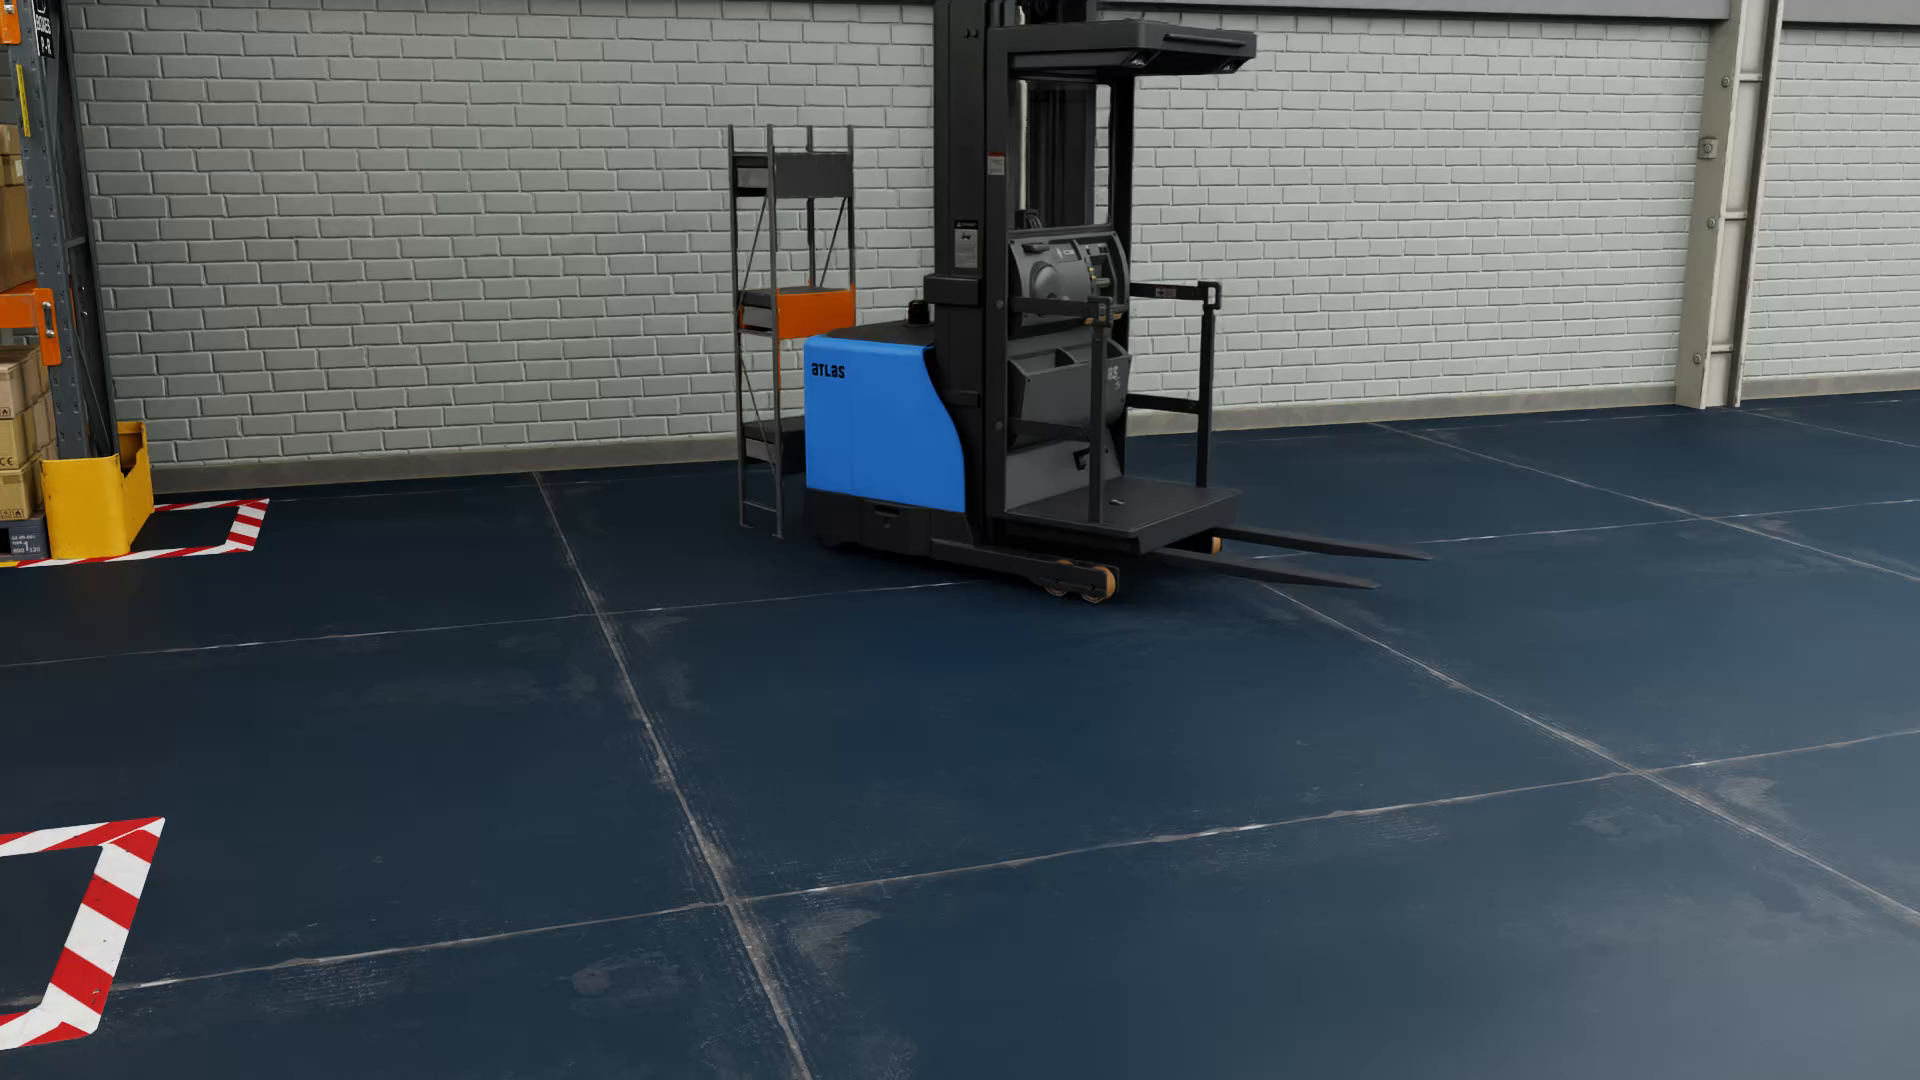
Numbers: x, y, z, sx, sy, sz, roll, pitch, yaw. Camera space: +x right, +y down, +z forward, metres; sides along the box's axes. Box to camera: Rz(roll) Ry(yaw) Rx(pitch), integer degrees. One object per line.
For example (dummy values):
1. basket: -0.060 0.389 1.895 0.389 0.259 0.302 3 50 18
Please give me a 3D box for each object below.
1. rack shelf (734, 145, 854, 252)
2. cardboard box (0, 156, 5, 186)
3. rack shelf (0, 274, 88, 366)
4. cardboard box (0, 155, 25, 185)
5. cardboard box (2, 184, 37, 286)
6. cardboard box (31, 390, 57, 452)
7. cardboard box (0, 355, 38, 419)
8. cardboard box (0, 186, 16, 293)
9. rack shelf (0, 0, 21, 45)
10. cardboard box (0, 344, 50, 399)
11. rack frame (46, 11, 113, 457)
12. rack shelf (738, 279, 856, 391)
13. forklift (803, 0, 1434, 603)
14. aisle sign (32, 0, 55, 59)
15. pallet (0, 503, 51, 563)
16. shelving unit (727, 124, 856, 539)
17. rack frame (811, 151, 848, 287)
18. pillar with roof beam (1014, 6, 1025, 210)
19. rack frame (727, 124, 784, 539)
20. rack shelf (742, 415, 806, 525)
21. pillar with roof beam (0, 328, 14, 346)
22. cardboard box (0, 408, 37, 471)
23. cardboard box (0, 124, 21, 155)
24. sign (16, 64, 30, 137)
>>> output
1. rack shelf: -0.865 -1.765 8.561 0.480 0.518 0.431 -11 17 -38
2. cardboard box: -4.777 -1.771 7.988 0.250 0.149 0.380 -4 14 -17
3. rack shelf: -6.434 -0.996 7.903 4.000 0.370 1.077 -4 14 -18
4. cardboard box: -4.942 -1.890 8.488 0.250 0.149 0.380 -5 14 -20
5. cardboard box: -5.096 -1.567 8.531 0.500 0.500 0.500 -4 14 -16
6. cardboard box: -5.050 -0.614 8.698 0.500 0.250 0.500 -4 14 -17
7. cardboard box: -4.875 -0.744 8.164 0.500 0.250 0.500 -4 14 -16
8. cardboard box: -4.921 -1.448 8.034 0.500 0.500 0.500 -5 14 -19
9. rack shelf: -6.434 -2.455 7.556 4.000 0.370 1.077 -4 14 -18
10. cardboard box: -5.054 -0.853 8.620 0.500 0.250 0.500 -5 14 -19
11. rack frame: -4.537 -1.493 8.438 0.053 2.616 0.949 -4 14 -18
12. rack shelf: -0.865 -1.084 8.722 0.480 0.518 0.431 -11 17 -38
13. forklift: 0.514 -1.313 7.827 3.464 2.935 1.130 10 17 35
14. aisle sign: -4.382 -2.699 7.889 0.004 0.787 0.394 -4 14 -18
15. pallet: -5.249 -0.072 8.487 1.213 0.211 1.003 -4 14 -18
16. shelving unit: -0.867 -1.097 8.718 0.499 2.100 0.431 -11 17 -38
17. rack frame: -0.677 -1.134 8.871 0.006 1.831 0.380 -11 17 -38
18. pillar with roof beam: 1.574 -4.057 6.254 0.400 9.000 9.100 -4 14 -18
19. rack frame: -1.053 -1.062 8.568 0.015 2.100 0.400 -11 17 -38
20. rack shelf: -0.865 -0.403 8.884 0.480 0.518 0.431 -11 17 -38
21. pillar with roof beam: -4.112 -3.614 4.392 0.400 9.000 9.100 -4 14 -18
22. cardboard box: -4.900 -0.499 8.213 0.500 0.250 0.500 -5 14 -19
23. cardboard box: -4.924 -2.025 8.412 0.250 0.149 0.380 -5 14 -19
24. sign: -4.378 -2.052 7.775 0.005 0.325 0.100 -4 14 -18
